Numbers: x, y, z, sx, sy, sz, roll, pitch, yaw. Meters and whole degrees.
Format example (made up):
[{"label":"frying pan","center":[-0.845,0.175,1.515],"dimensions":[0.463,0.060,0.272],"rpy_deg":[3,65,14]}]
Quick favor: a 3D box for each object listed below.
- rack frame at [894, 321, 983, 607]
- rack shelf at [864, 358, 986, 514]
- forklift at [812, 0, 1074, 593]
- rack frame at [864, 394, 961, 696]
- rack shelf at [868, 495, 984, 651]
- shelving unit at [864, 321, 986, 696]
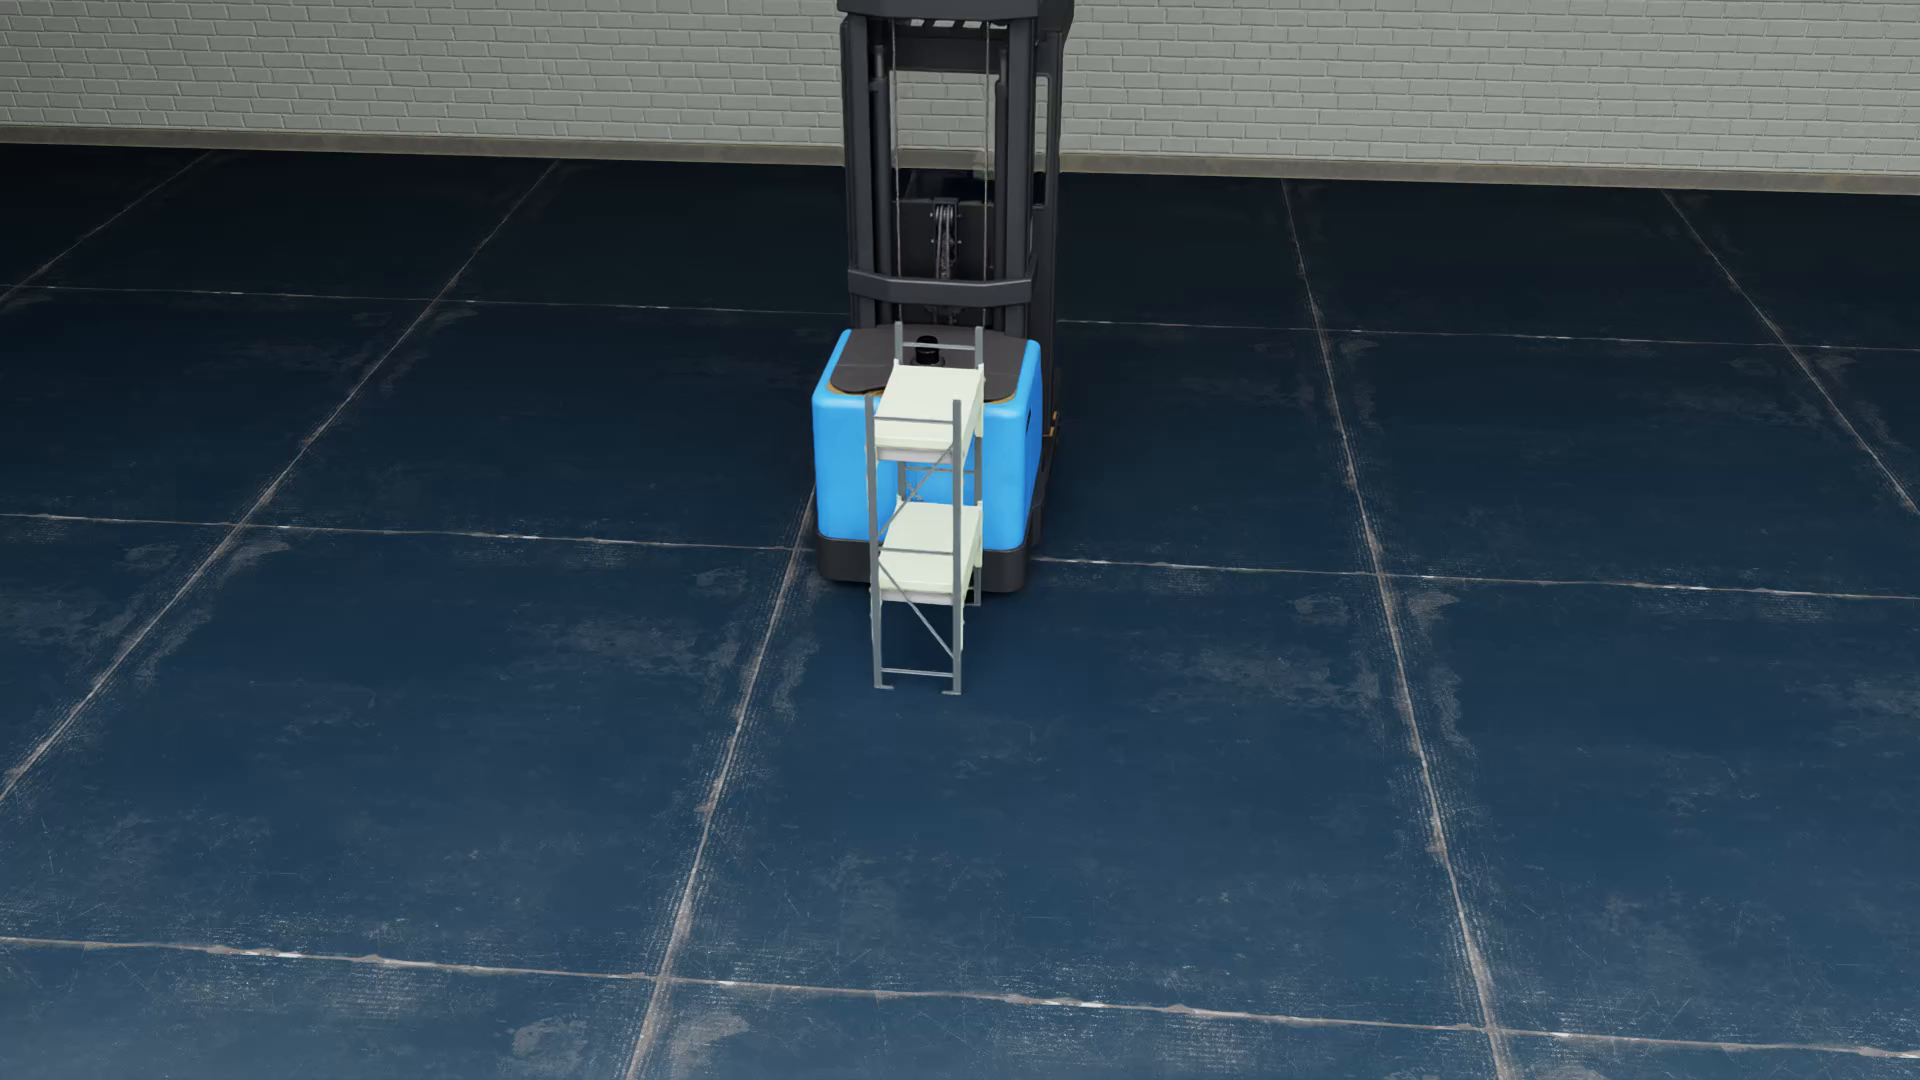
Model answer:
[{"label":"rack frame","center":[-0.096,-0.327,7.851],"dimensions":[0.400,1.500,0.023],"rpy_deg":[4,32,7]},{"label":"rack shelf","center":[-0.145,-0.469,7.338],"dimensions":[0.431,0.370,0.720],"rpy_deg":[4,32,7]},{"label":"forklift","center":[-0.007,-1.744,8.786],"dimensions":[1.130,2.935,3.031],"rpy_deg":[4,32,7]},{"label":"rack frame","center":[-0.194,0.053,7.234],"dimensions":[0.400,1.500,0.023],"rpy_deg":[4,32,7]},{"label":"rack shelf","center":[-0.145,0.141,7.713],"dimensions":[0.431,0.370,0.720],"rpy_deg":[4,32,7]},{"label":"shelving unit","center":[-0.145,-0.137,7.542],"dimensions":[0.431,1.500,0.755],"rpy_deg":[4,32,7]}]
